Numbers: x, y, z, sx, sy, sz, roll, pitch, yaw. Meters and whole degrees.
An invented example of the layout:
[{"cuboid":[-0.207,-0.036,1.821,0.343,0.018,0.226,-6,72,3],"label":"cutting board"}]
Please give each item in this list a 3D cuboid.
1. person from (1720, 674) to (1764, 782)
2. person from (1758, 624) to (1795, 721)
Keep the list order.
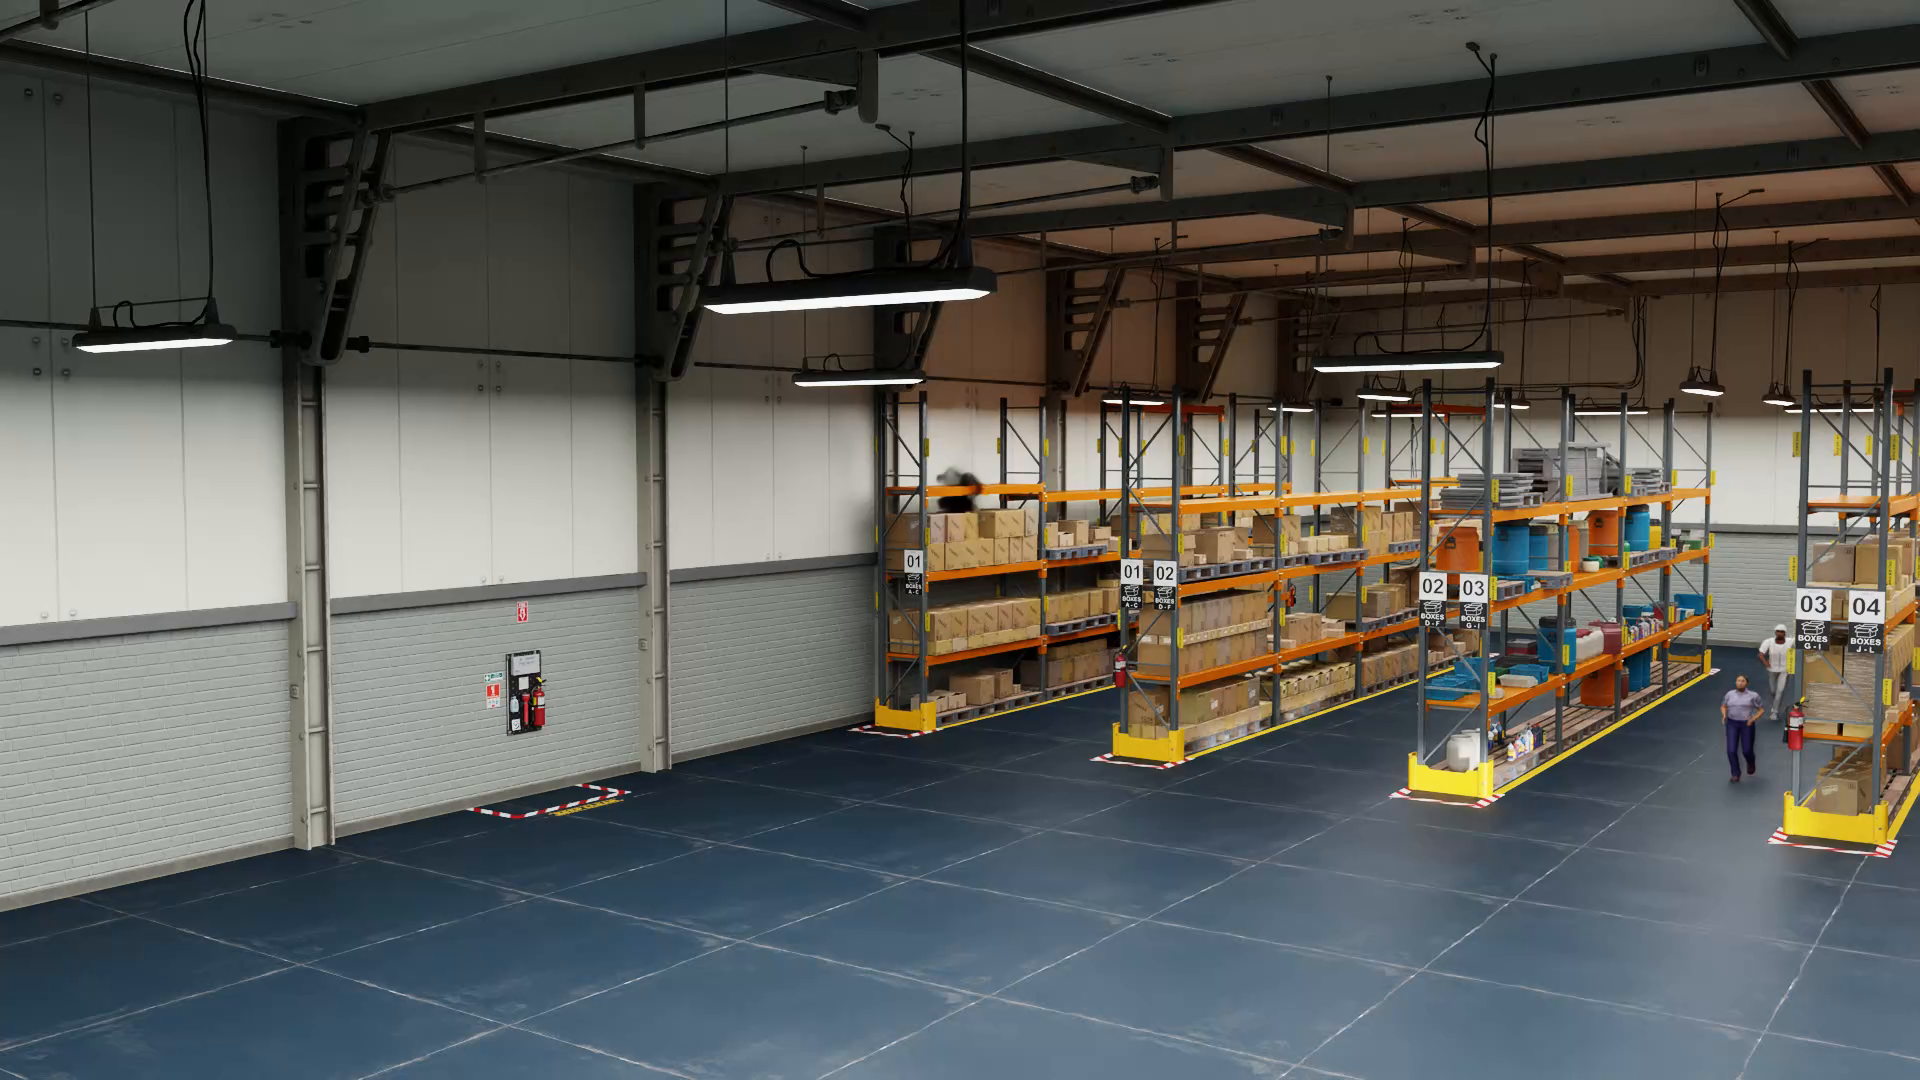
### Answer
[{"cuboid":[11.737,2.816,25.004,0.608,1.595,0.580,2,4,36],"label":"person"},{"cuboid":[15.174,2.424,30.803,0.726,1.755,0.964,2,4,31],"label":"person"}]
